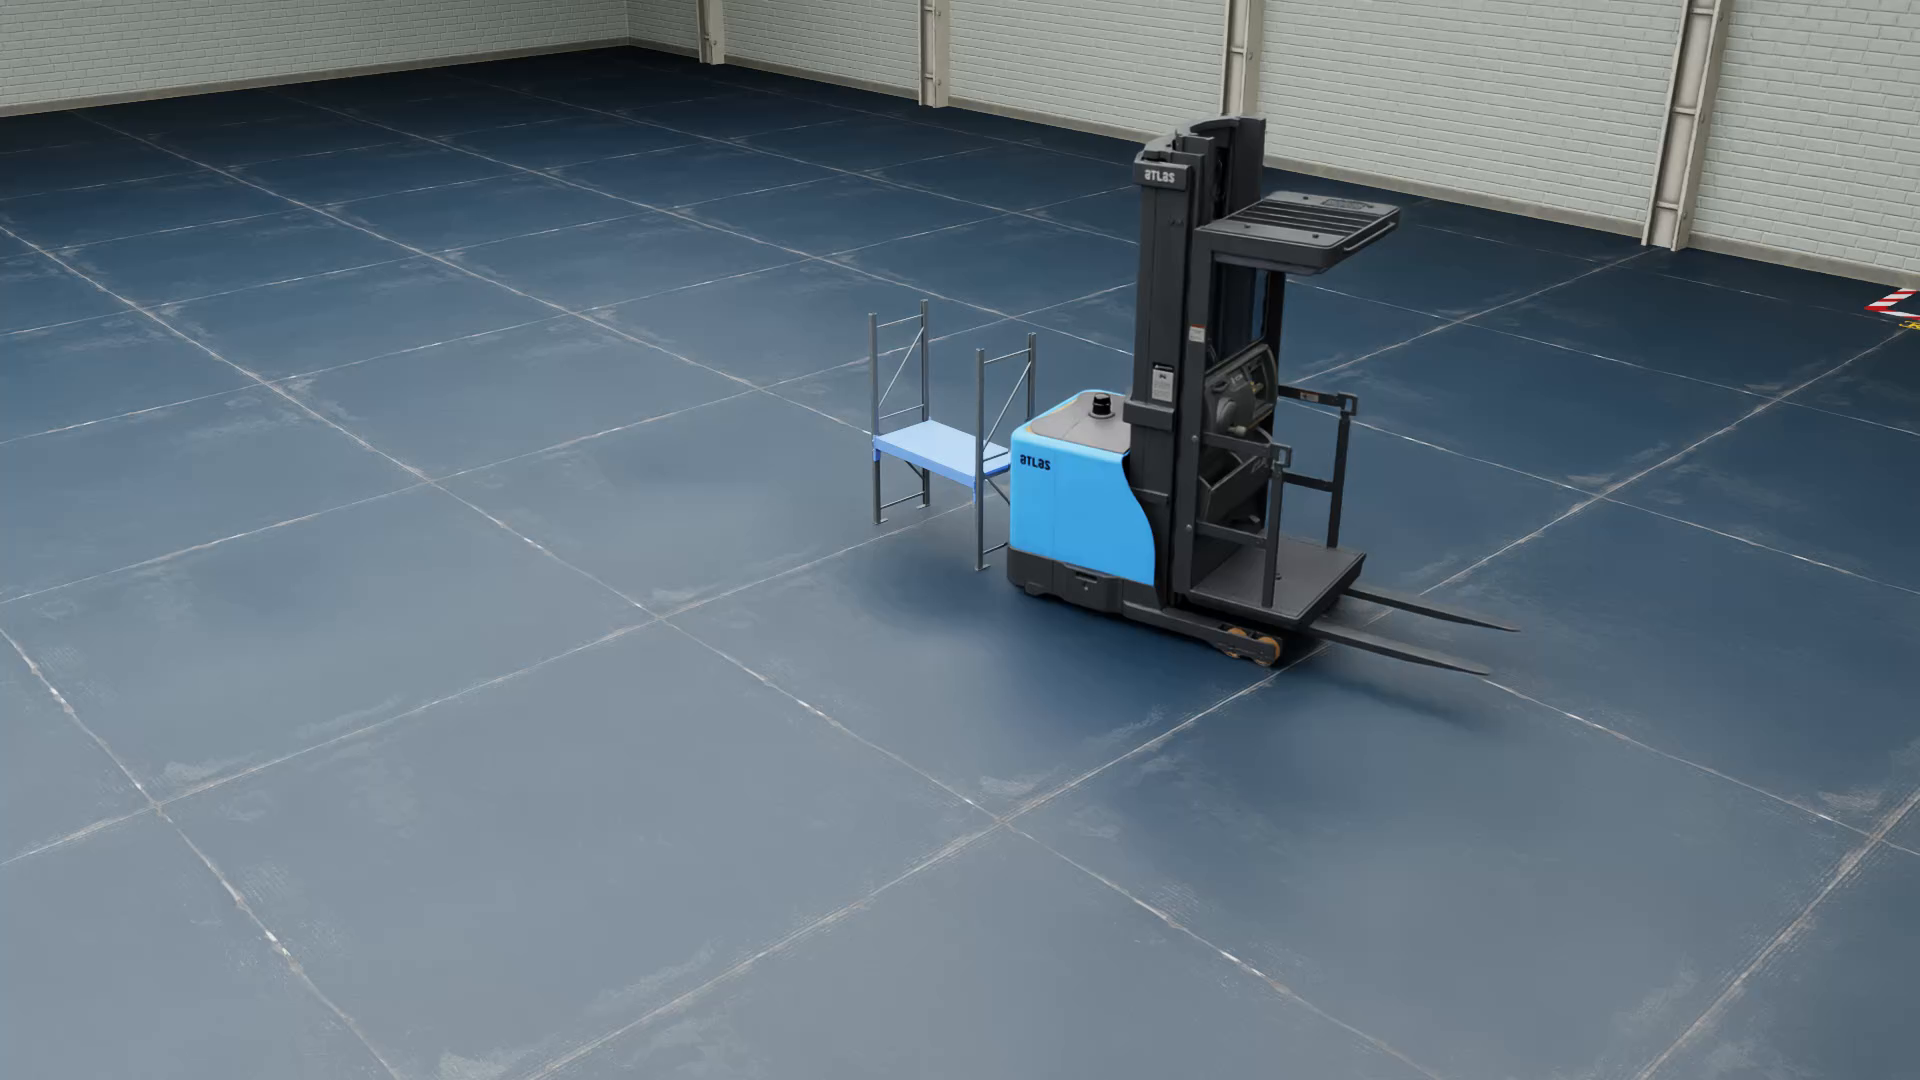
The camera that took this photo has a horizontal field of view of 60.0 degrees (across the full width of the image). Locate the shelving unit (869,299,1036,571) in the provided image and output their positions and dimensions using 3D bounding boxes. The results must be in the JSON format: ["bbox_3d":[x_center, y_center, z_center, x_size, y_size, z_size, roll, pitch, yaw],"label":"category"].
[{"bbox_3d":[-0.058,-0.708,10.995,0.538,1.500,1.048,-21,32,-38],"label":"shelving unit"}]

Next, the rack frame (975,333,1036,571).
[{"bbox_3d":[0.289,-0.554,10.658,0.500,1.500,0.032,-21,32,-38],"label":"rack frame"}]

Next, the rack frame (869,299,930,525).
[{"bbox_3d":[-0.406,-0.862,11.333,0.500,1.500,0.032,-21,32,-38],"label":"rack frame"}]

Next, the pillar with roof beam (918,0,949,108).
[{"bbox_3d":[-3.553,-9.766,21.816,9.100,9.000,0.400,-21,32,-38],"label":"pillar with roof beam"}]

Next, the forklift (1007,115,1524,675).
[{"bbox_3d":[1.810,-0.854,9.591,3.031,2.935,1.130,15,29,30],"label":"forklift"}]

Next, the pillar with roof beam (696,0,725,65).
[{"bbox_3d":[-7.654,-11.584,25.800,9.100,9.000,0.400,-21,32,-38],"label":"pillar with roof beam"}]

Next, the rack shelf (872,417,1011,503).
[{"bbox_3d":[-0.058,-0.545,11.070,0.538,0.185,1.000,-21,32,-38],"label":"rack shelf"}]

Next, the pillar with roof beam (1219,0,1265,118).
[{"bbox_3d":[0.548,-7.948,17.831,9.100,9.000,0.400,-21,32,-38],"label":"pillar with roof beam"}]

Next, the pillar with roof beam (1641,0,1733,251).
[{"bbox_3d":[4.649,-6.131,13.846,9.100,9.000,0.400,-21,32,-38],"label":"pillar with roof beam"}]
